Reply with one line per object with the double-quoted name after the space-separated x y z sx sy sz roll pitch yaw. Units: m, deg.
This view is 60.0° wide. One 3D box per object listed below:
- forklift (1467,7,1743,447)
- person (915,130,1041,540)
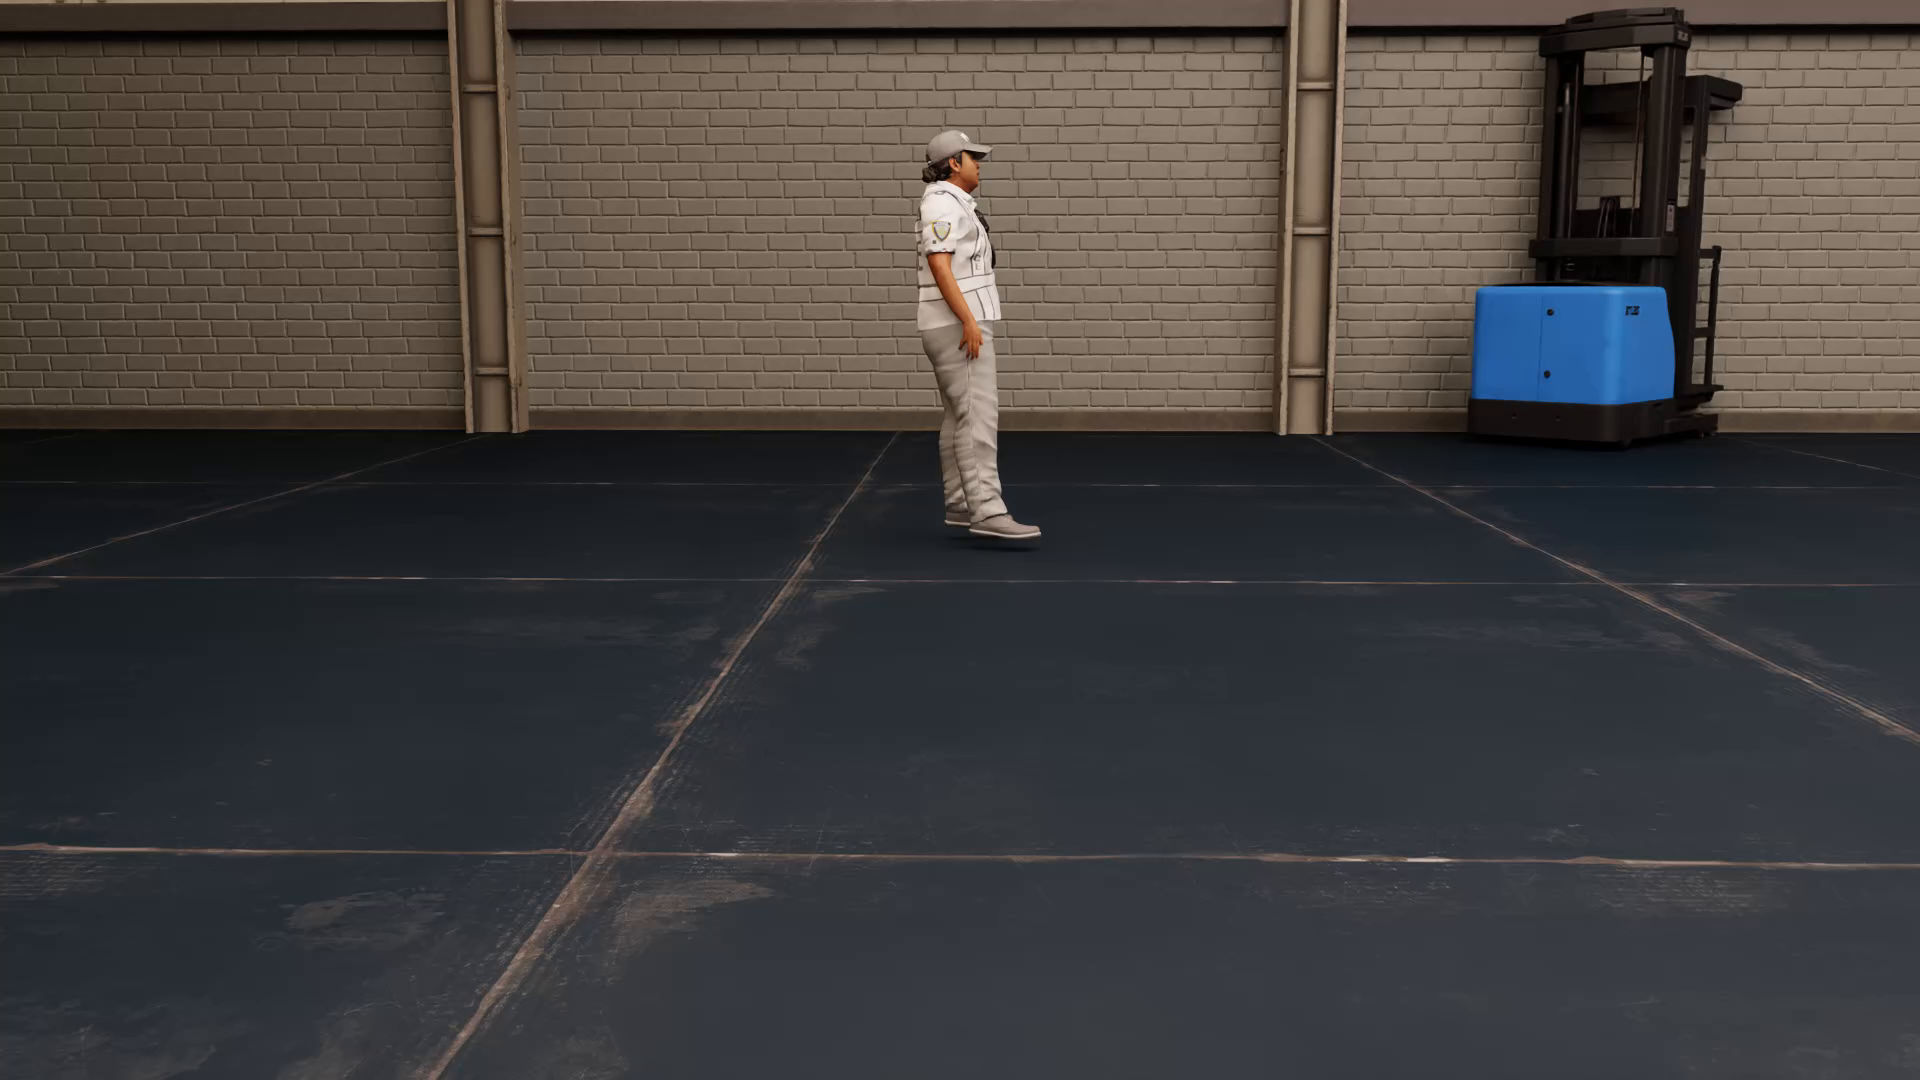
4.876 -2.230 12.026 1.130 2.935 3.031 8 12 42 "forklift"
0.076 -0.867 6.970 0.529 1.670 0.598 0 9 1 "person"
